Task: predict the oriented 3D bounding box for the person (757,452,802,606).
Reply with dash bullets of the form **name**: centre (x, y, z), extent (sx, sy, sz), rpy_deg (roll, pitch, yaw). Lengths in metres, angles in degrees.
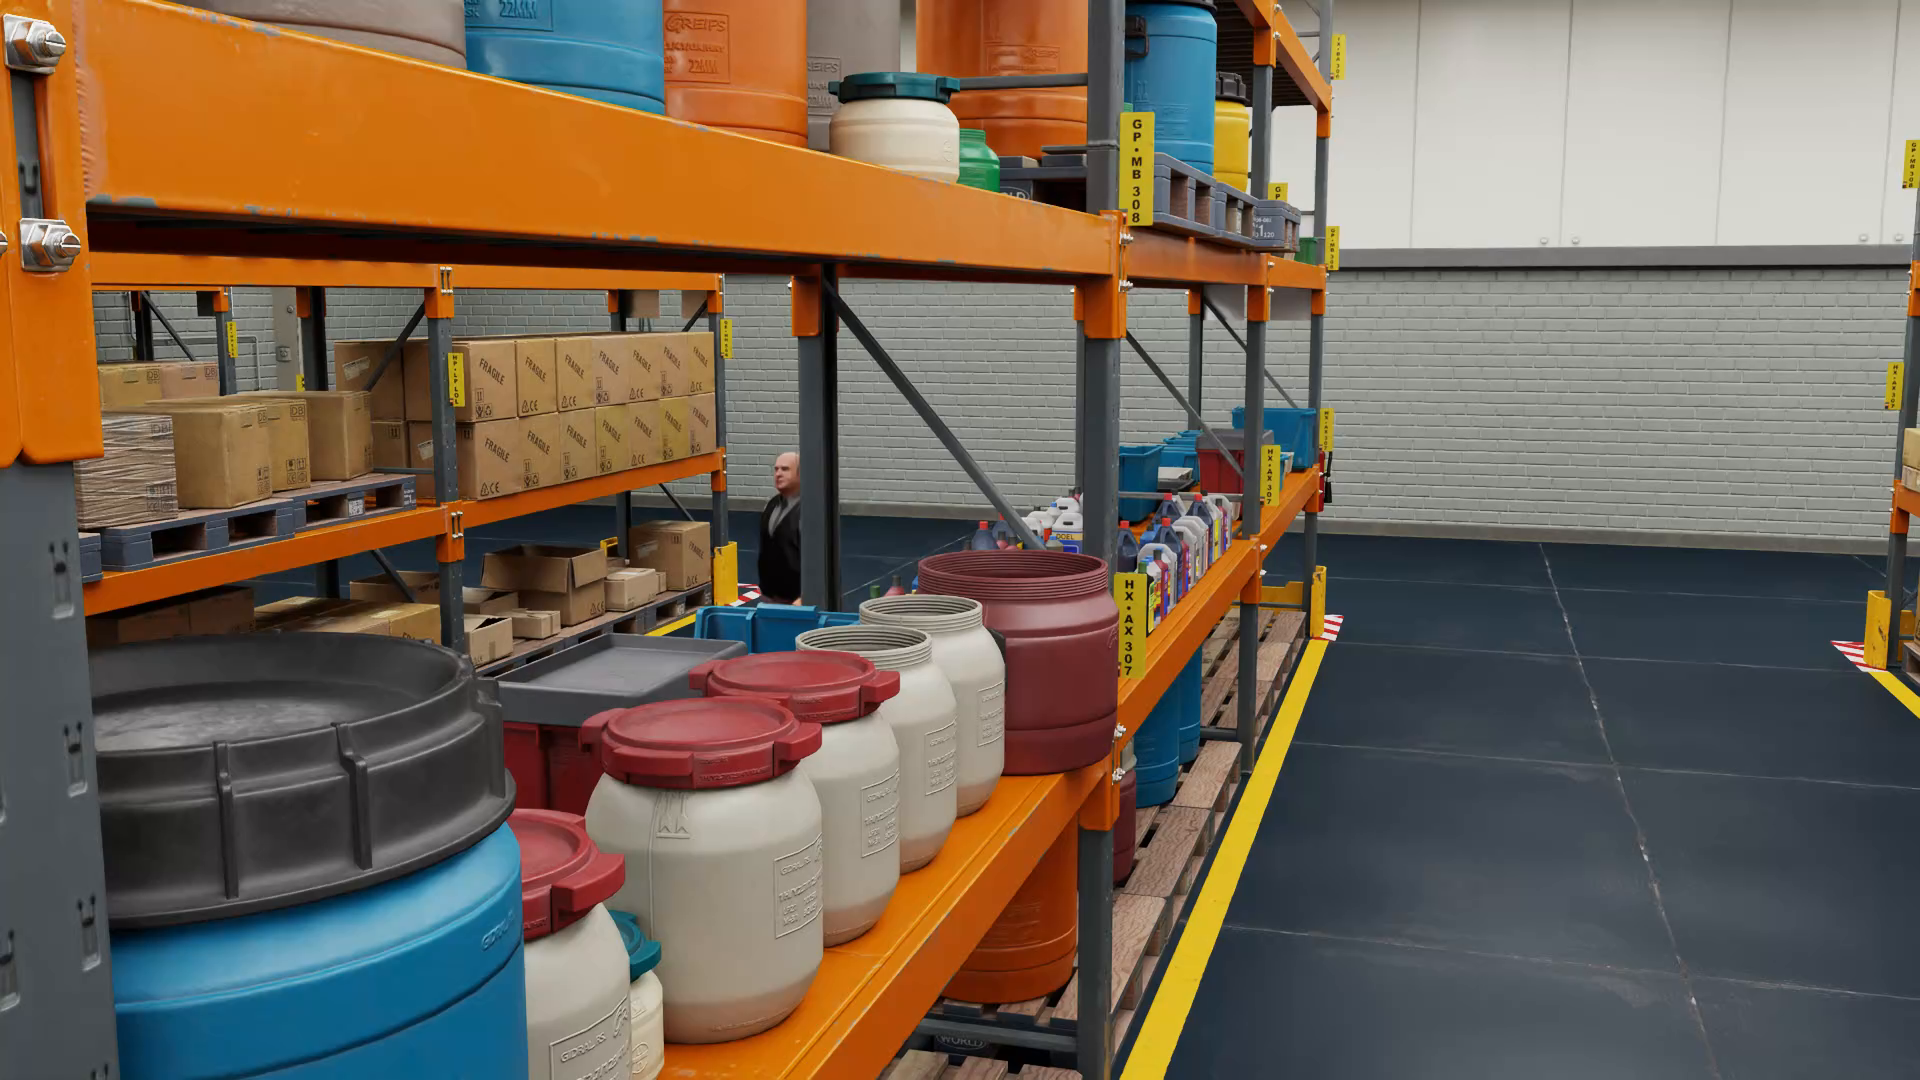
- **person**: centre (-0.986, 0.326, 9.728), extent (0.575, 1.677, 1.053), rpy_deg (6, 10, 36)
